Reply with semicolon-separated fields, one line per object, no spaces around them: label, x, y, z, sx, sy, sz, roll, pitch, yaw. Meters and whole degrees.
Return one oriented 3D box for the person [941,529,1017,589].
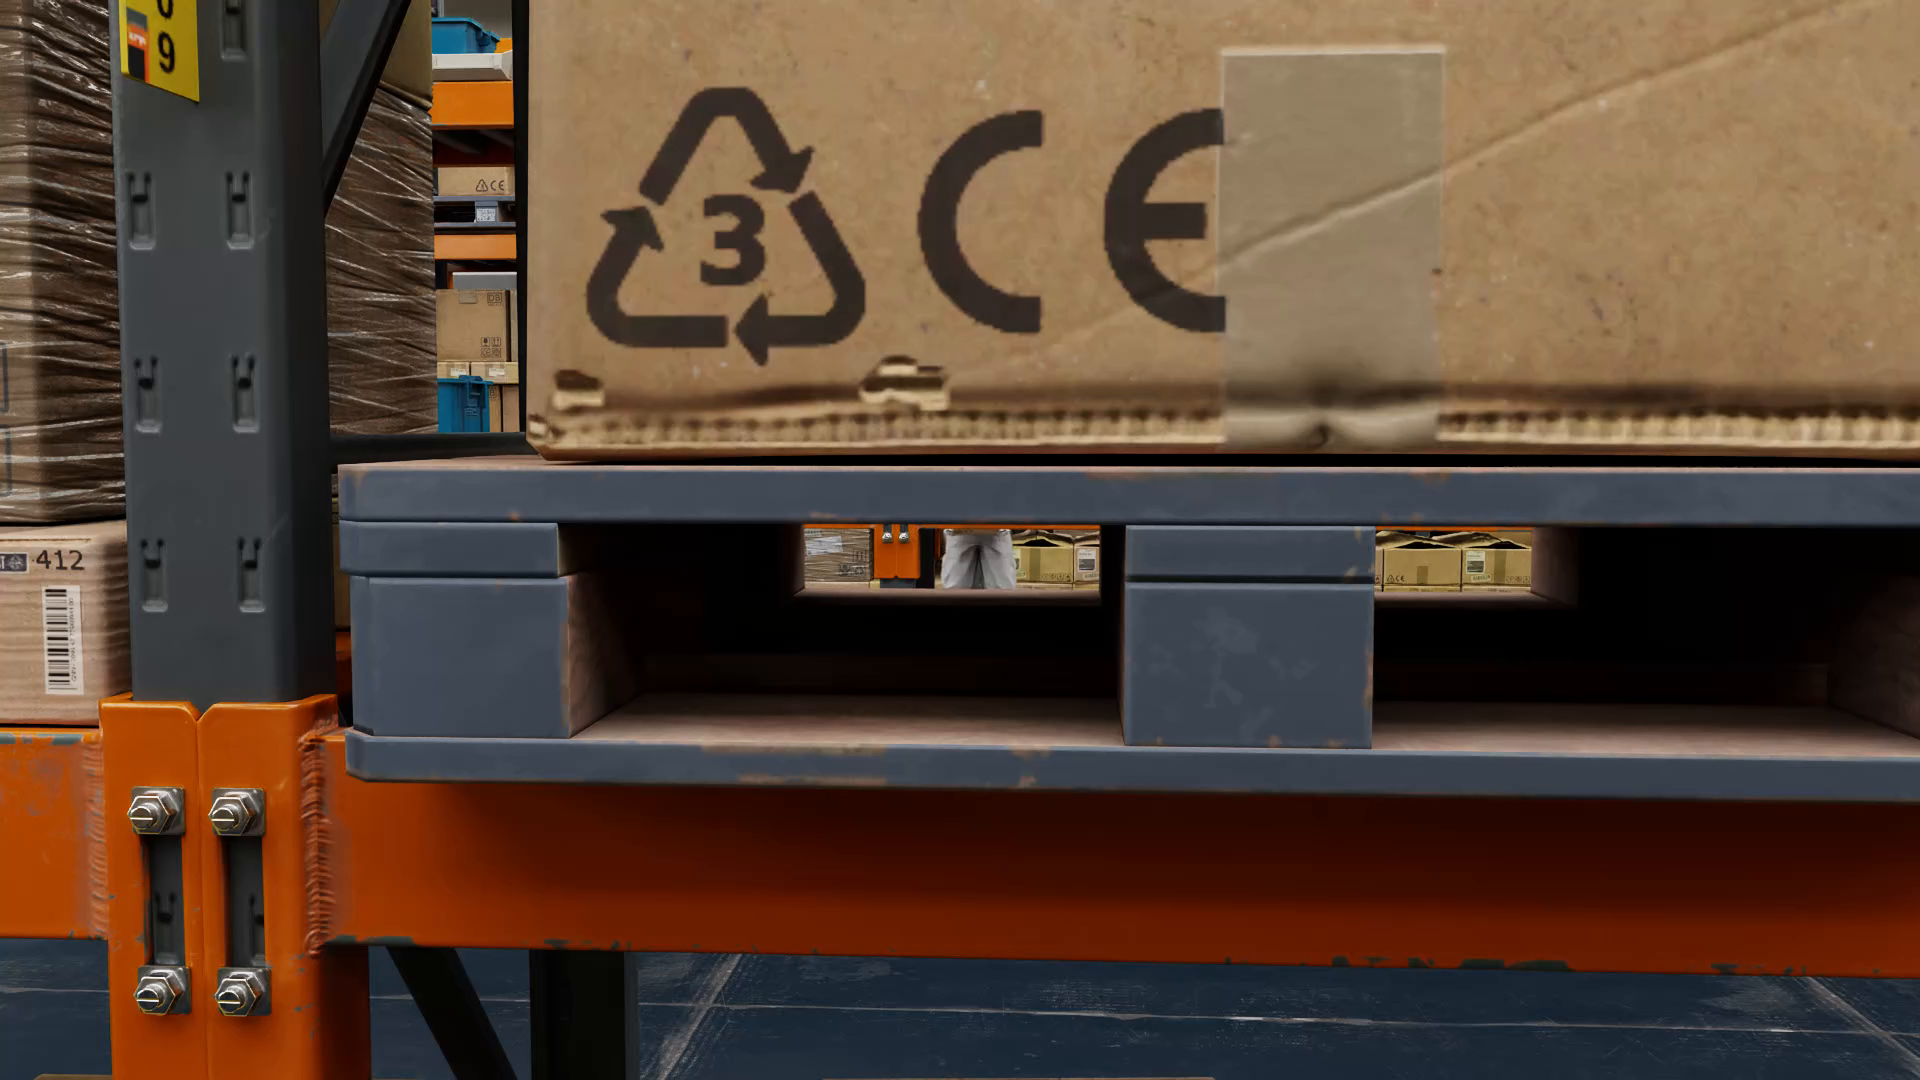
person;0.119;-0.019;9.446;0.494;1.782;0.560;0;4;5
